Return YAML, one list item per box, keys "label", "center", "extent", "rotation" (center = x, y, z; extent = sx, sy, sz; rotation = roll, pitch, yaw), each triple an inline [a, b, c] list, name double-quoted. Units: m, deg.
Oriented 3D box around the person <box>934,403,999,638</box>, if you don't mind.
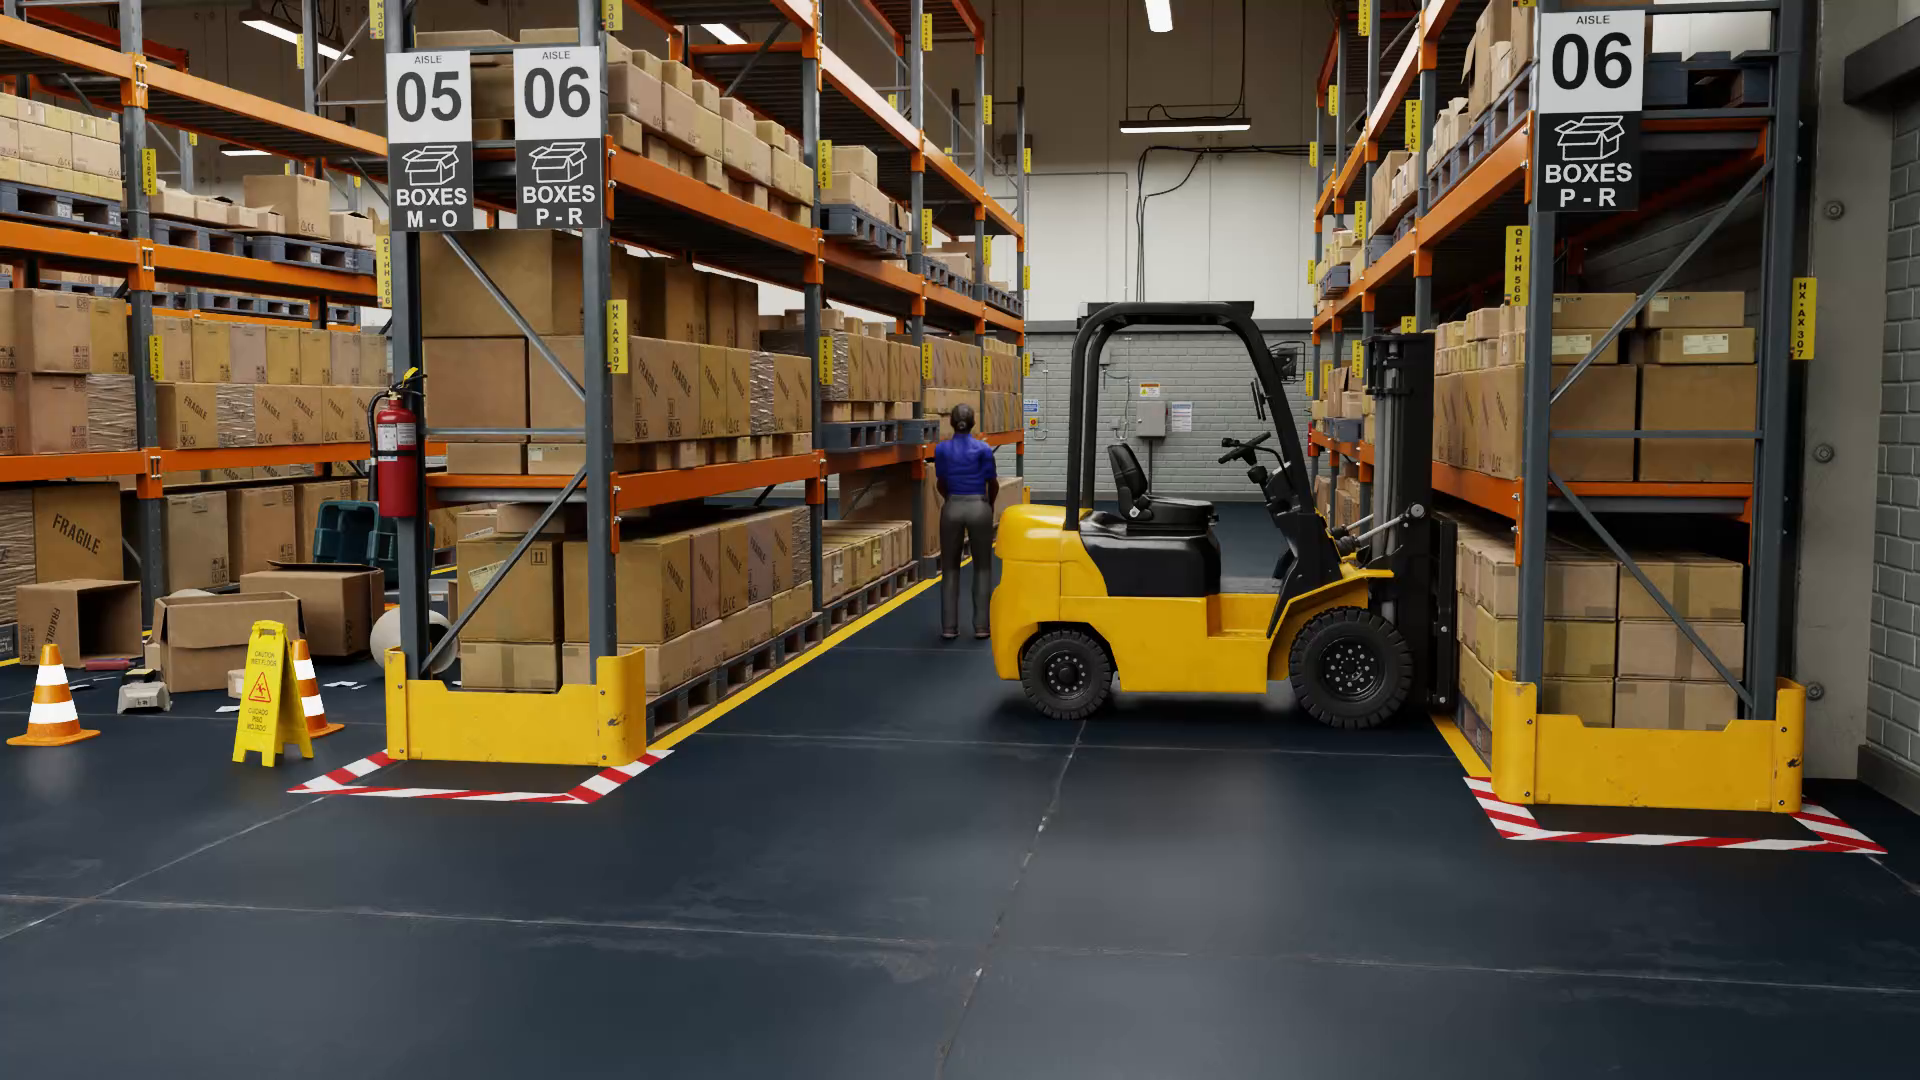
- label: "person"
  center: [0.059, -0.137, 11.712]
  extent: [0.451, 1.650, 0.512]
  rotation: [1, 5, 9]
